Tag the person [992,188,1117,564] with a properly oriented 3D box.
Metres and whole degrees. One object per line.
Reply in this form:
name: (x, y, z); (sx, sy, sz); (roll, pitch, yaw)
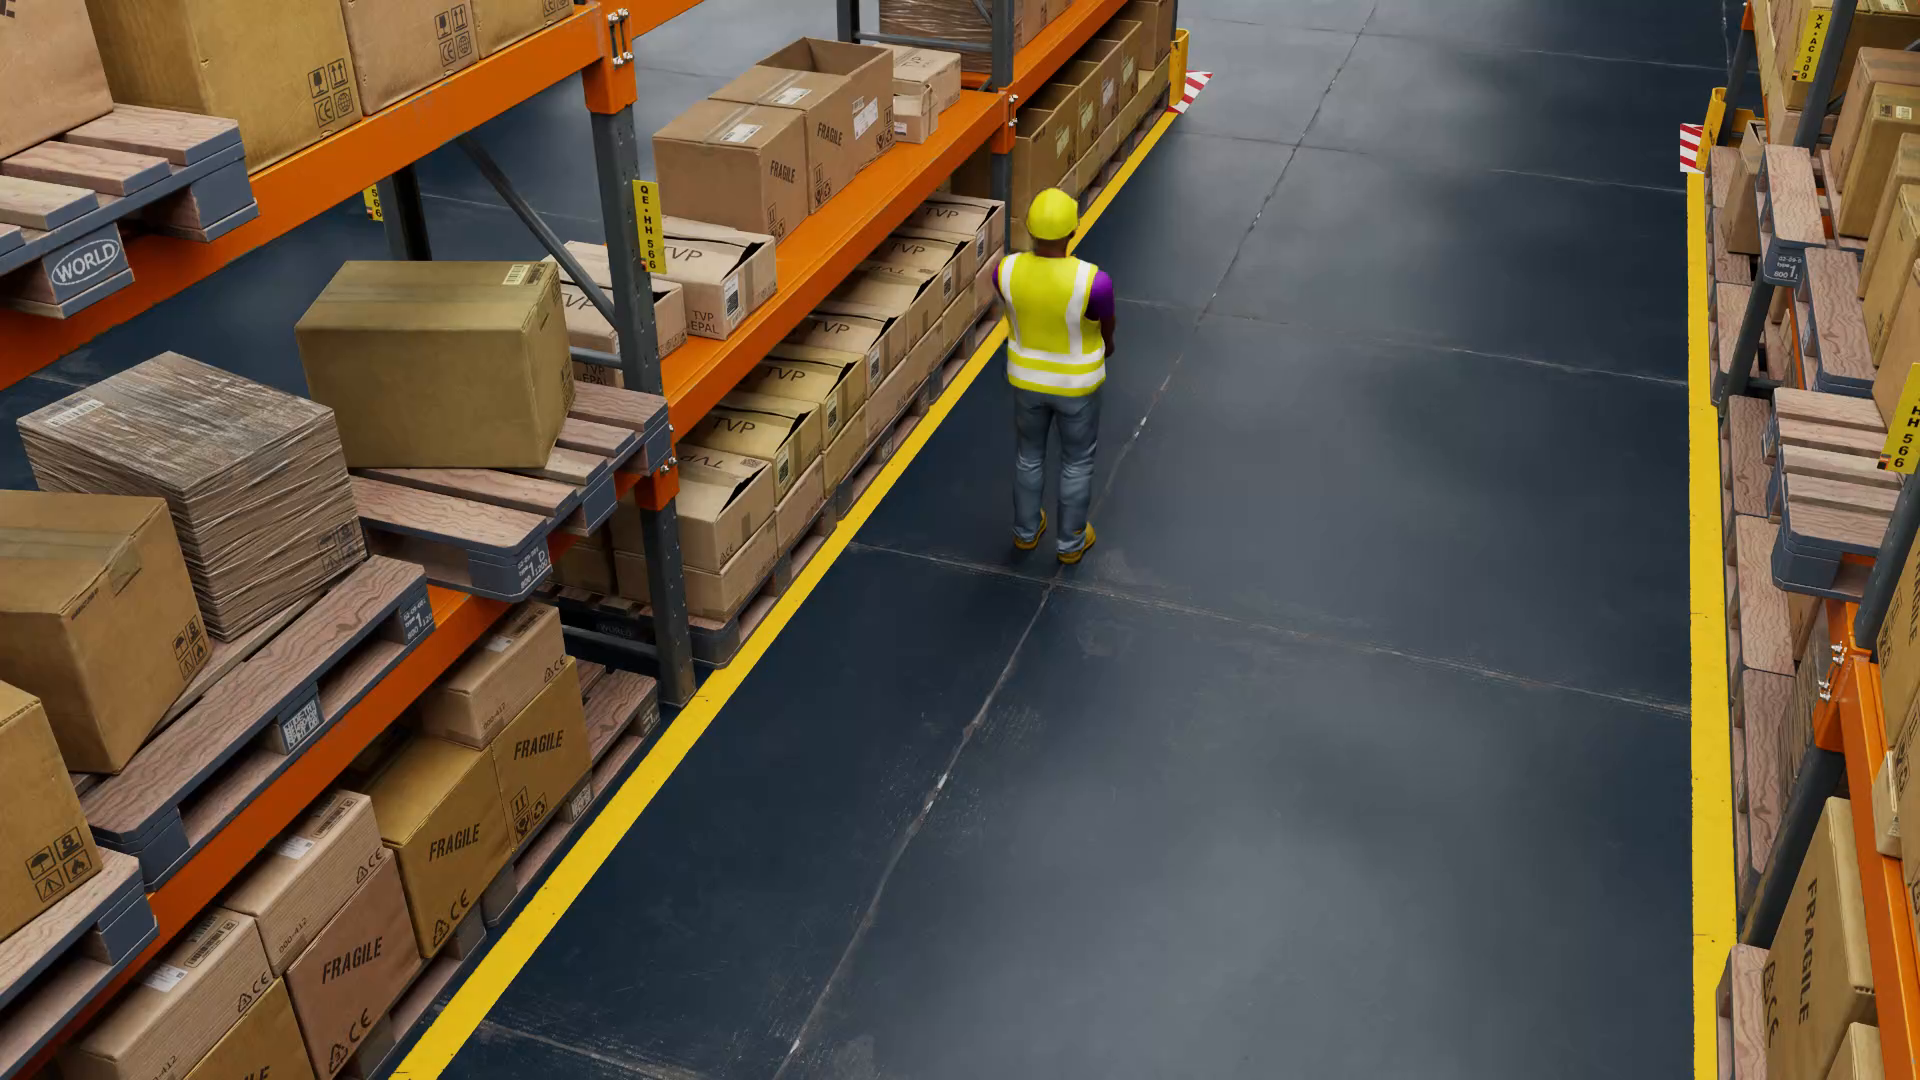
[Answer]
person: (0.435, -0.743, 7.267); (0.502, 1.759, 0.586); (11, 35, 17)
